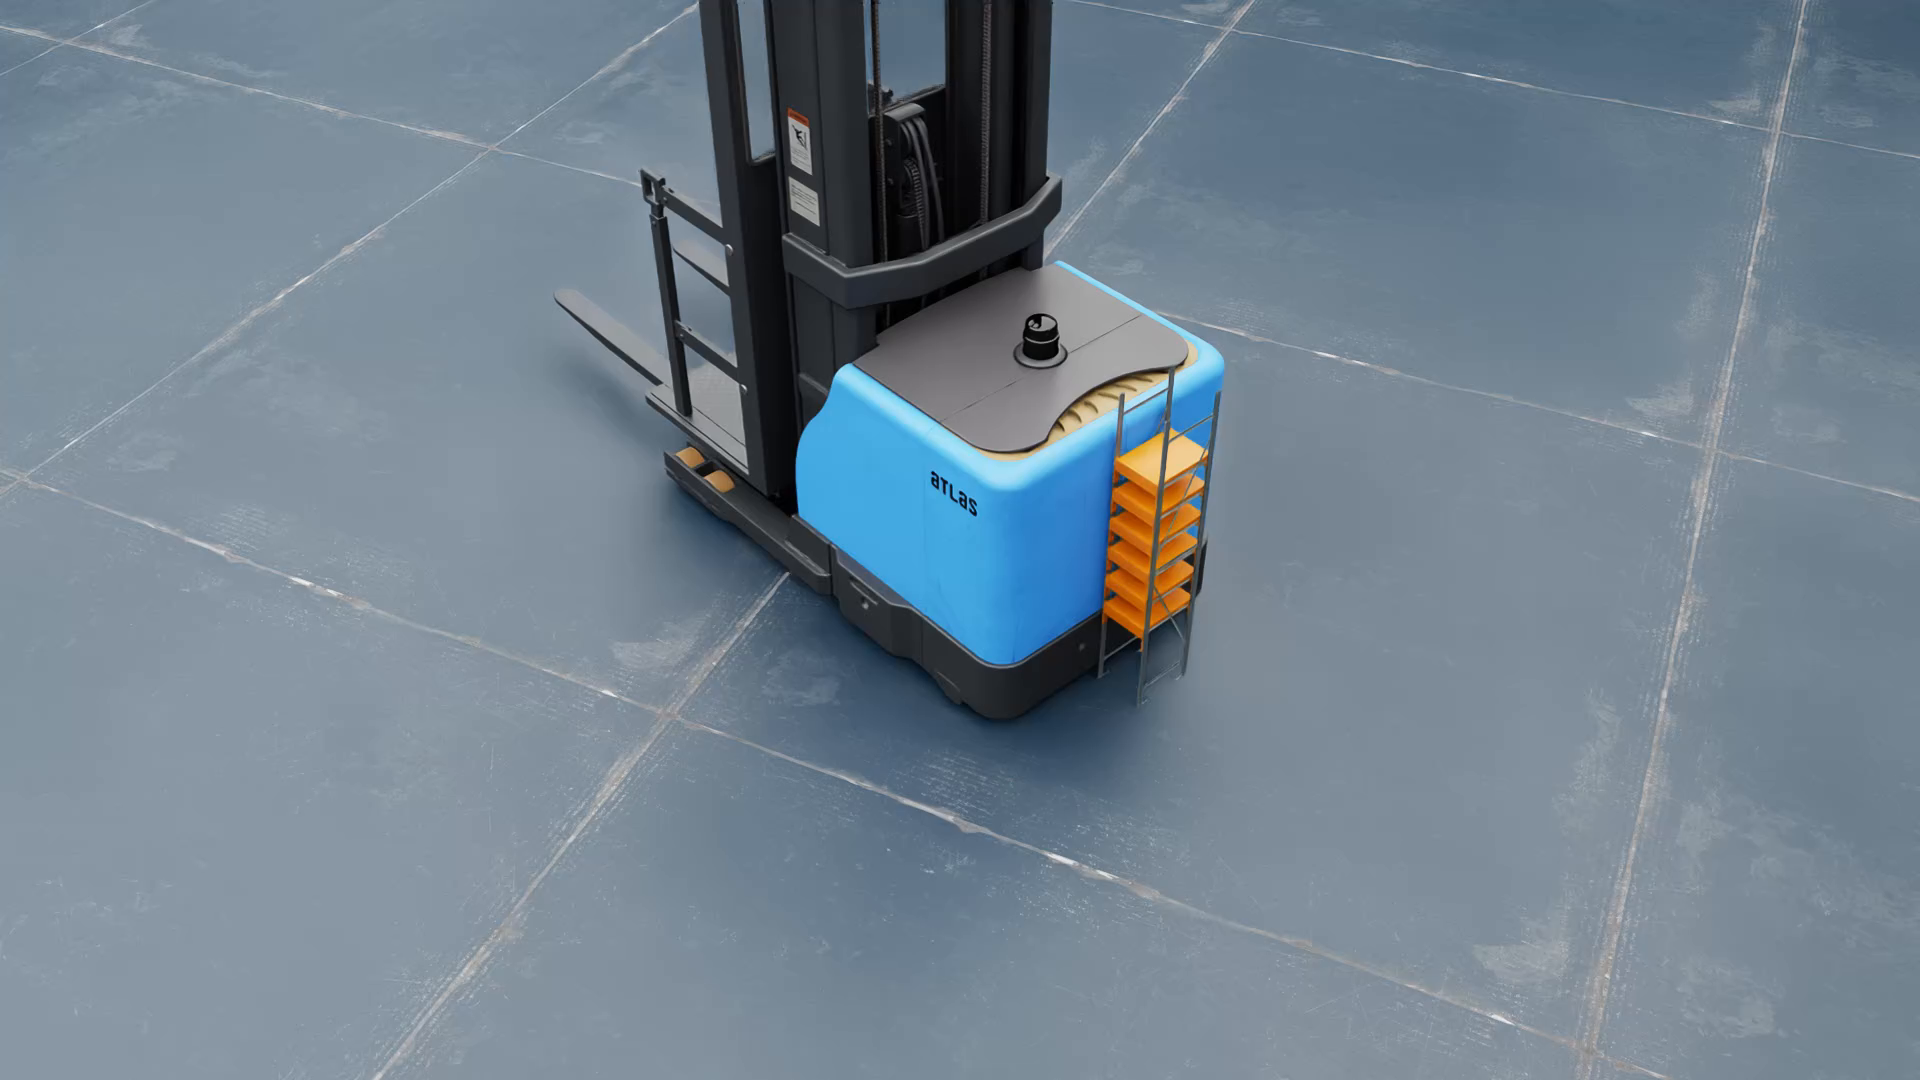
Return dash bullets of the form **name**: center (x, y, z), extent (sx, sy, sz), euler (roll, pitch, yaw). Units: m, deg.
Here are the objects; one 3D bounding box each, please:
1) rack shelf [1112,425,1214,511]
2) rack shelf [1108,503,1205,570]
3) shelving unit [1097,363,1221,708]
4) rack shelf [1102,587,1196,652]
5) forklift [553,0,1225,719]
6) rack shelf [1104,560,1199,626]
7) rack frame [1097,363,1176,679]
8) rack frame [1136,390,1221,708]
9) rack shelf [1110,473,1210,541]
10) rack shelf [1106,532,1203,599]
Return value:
- **rack shelf**: center (0.623, -0.223, 5.109), extent (0.258, 0.103, 0.180), euler (-30, 49, -30)
- **rack shelf**: center (0.623, -0.041, 5.266), extent (0.258, 0.103, 0.180), euler (-30, 49, -30)
- **shelving unit**: center (0.623, 0.016, 5.316), extent (0.258, 1.200, 0.189), euler (-30, 49, -30)
- **rack shelf**: center (0.623, 0.231, 5.502), extent (0.258, 0.103, 0.180), euler (-30, 49, -30)
- **forklift**: center (-0.490, -1.403, 5.631), extent (1.130, 2.935, 3.031), euler (-30, 49, -30)
- **rack shelf**: center (0.623, 0.140, 5.424), extent (0.258, 0.103, 0.180), euler (-30, 49, -30)
- **rack frame**: center (0.562, -0.029, 5.367), extent (0.240, 1.200, 0.006), euler (-30, 49, -30)
- **rack frame**: center (0.684, 0.060, 5.264), extent (0.240, 1.200, 0.006), euler (-30, 49, -30)
- **rack shelf**: center (0.623, -0.132, 5.188), extent (0.258, 0.103, 0.180), euler (-30, 49, -30)
- **rack shelf**: center (0.623, 0.049, 5.345), extent (0.258, 0.103, 0.180), euler (-30, 49, -30)
